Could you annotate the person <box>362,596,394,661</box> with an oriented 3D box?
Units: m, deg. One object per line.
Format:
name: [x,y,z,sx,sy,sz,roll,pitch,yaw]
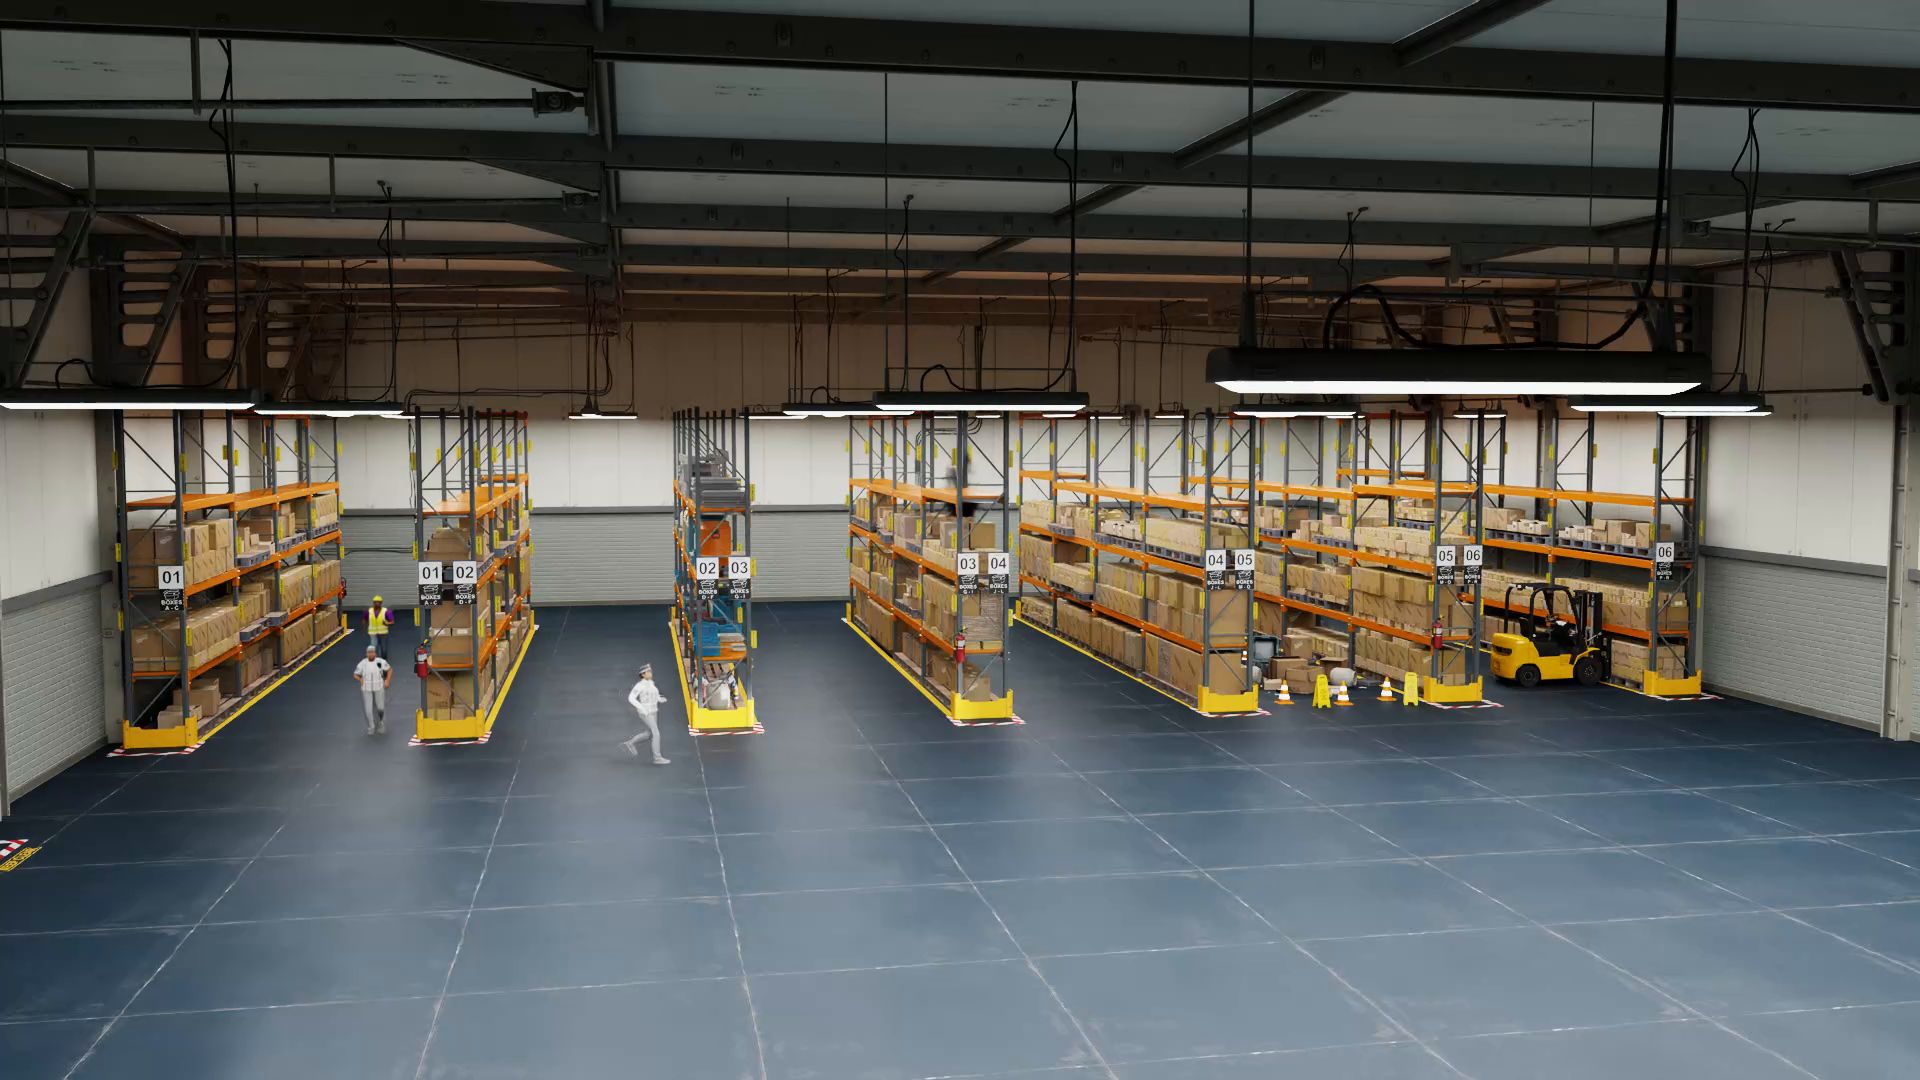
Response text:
person: [-13.224,2.144,37.796,0.710,1.747,0.968,-1,4,-16]

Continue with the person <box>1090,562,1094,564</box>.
person: [3.796,1.486,47.836,0.545,1.724,0.739,-1,4,-20]

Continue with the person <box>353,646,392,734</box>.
person: [-10.701,2.742,30.309,0.666,1.639,0.548,-1,4,-17]

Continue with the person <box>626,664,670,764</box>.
person: [-5.257,2.898,27.866,0.861,1.668,0.625,1,4,17]
